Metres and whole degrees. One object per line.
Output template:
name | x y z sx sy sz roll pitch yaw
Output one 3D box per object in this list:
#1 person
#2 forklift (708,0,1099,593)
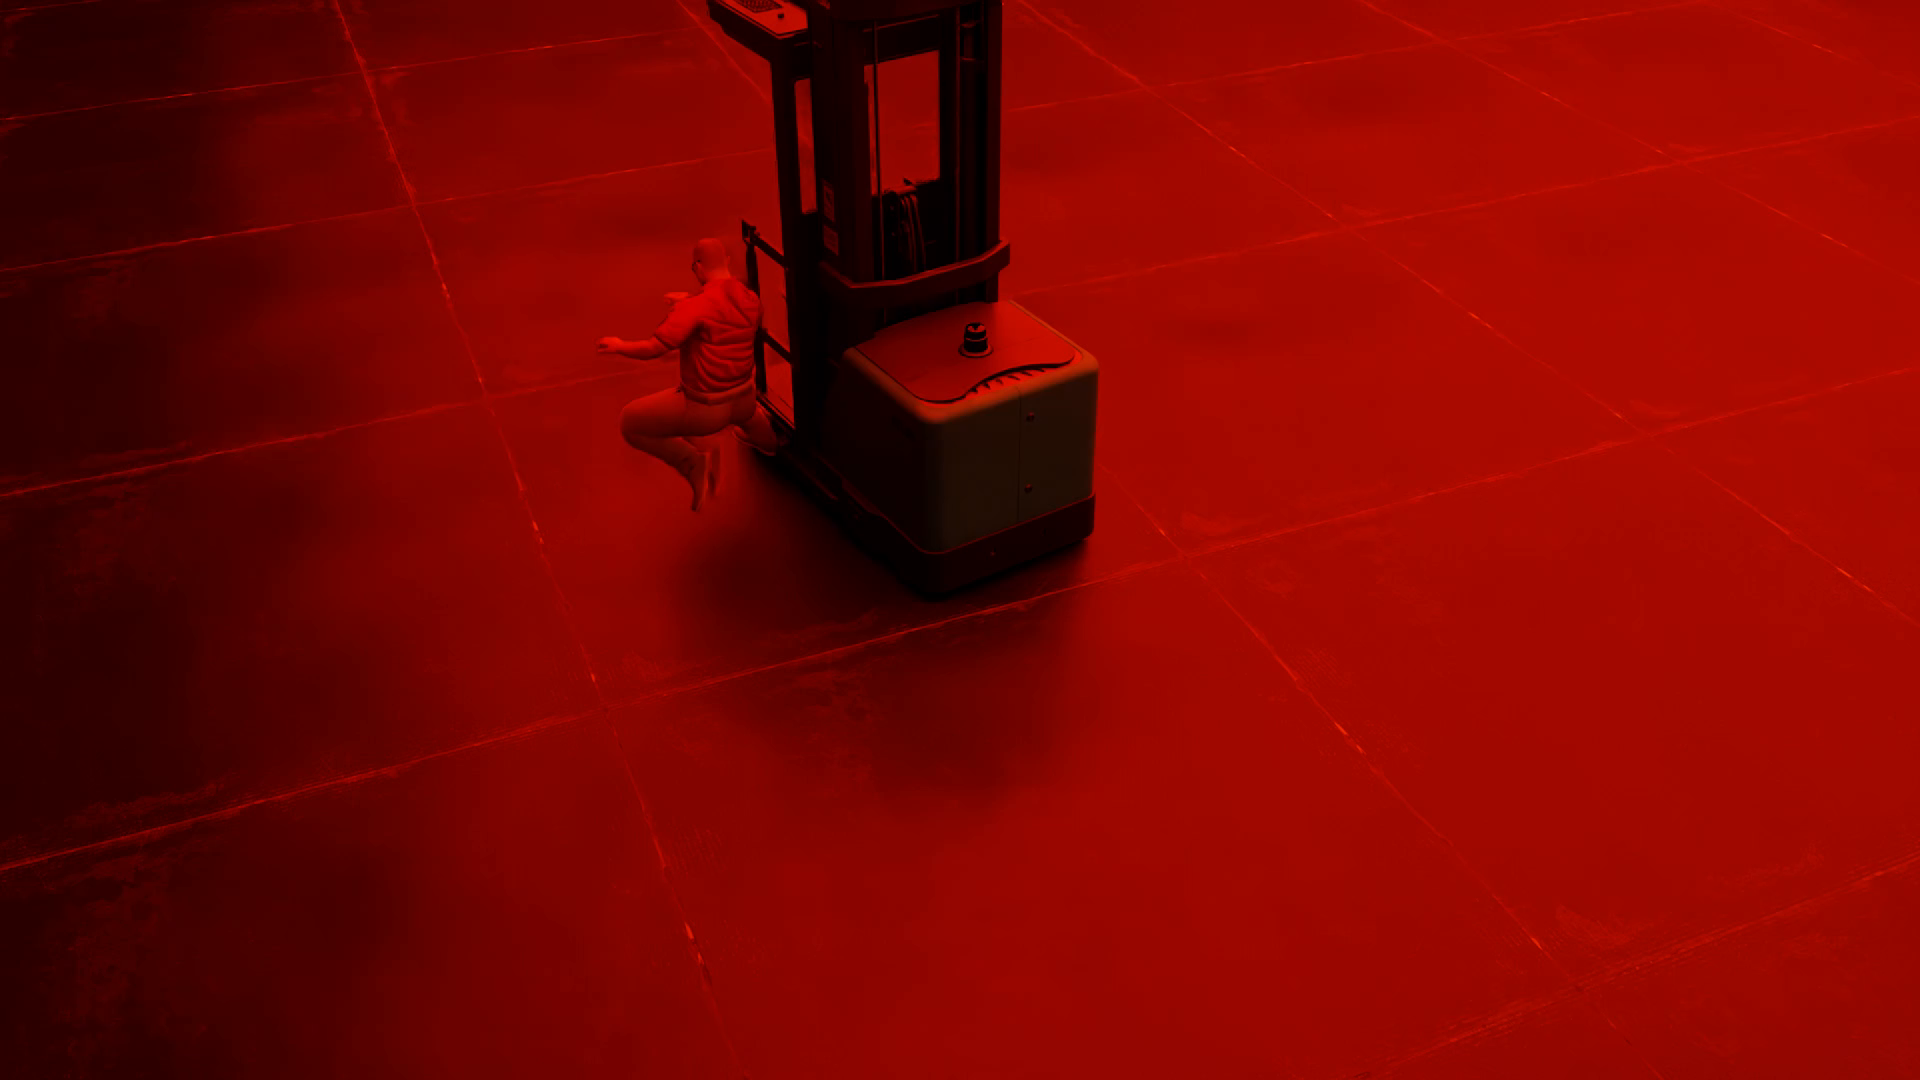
person | -1.364 -0.886 8.562 0.789 1.459 0.917 29 44 34
forklift | -0.532 -1.752 8.563 1.130 2.935 3.031 -21 40 -26
